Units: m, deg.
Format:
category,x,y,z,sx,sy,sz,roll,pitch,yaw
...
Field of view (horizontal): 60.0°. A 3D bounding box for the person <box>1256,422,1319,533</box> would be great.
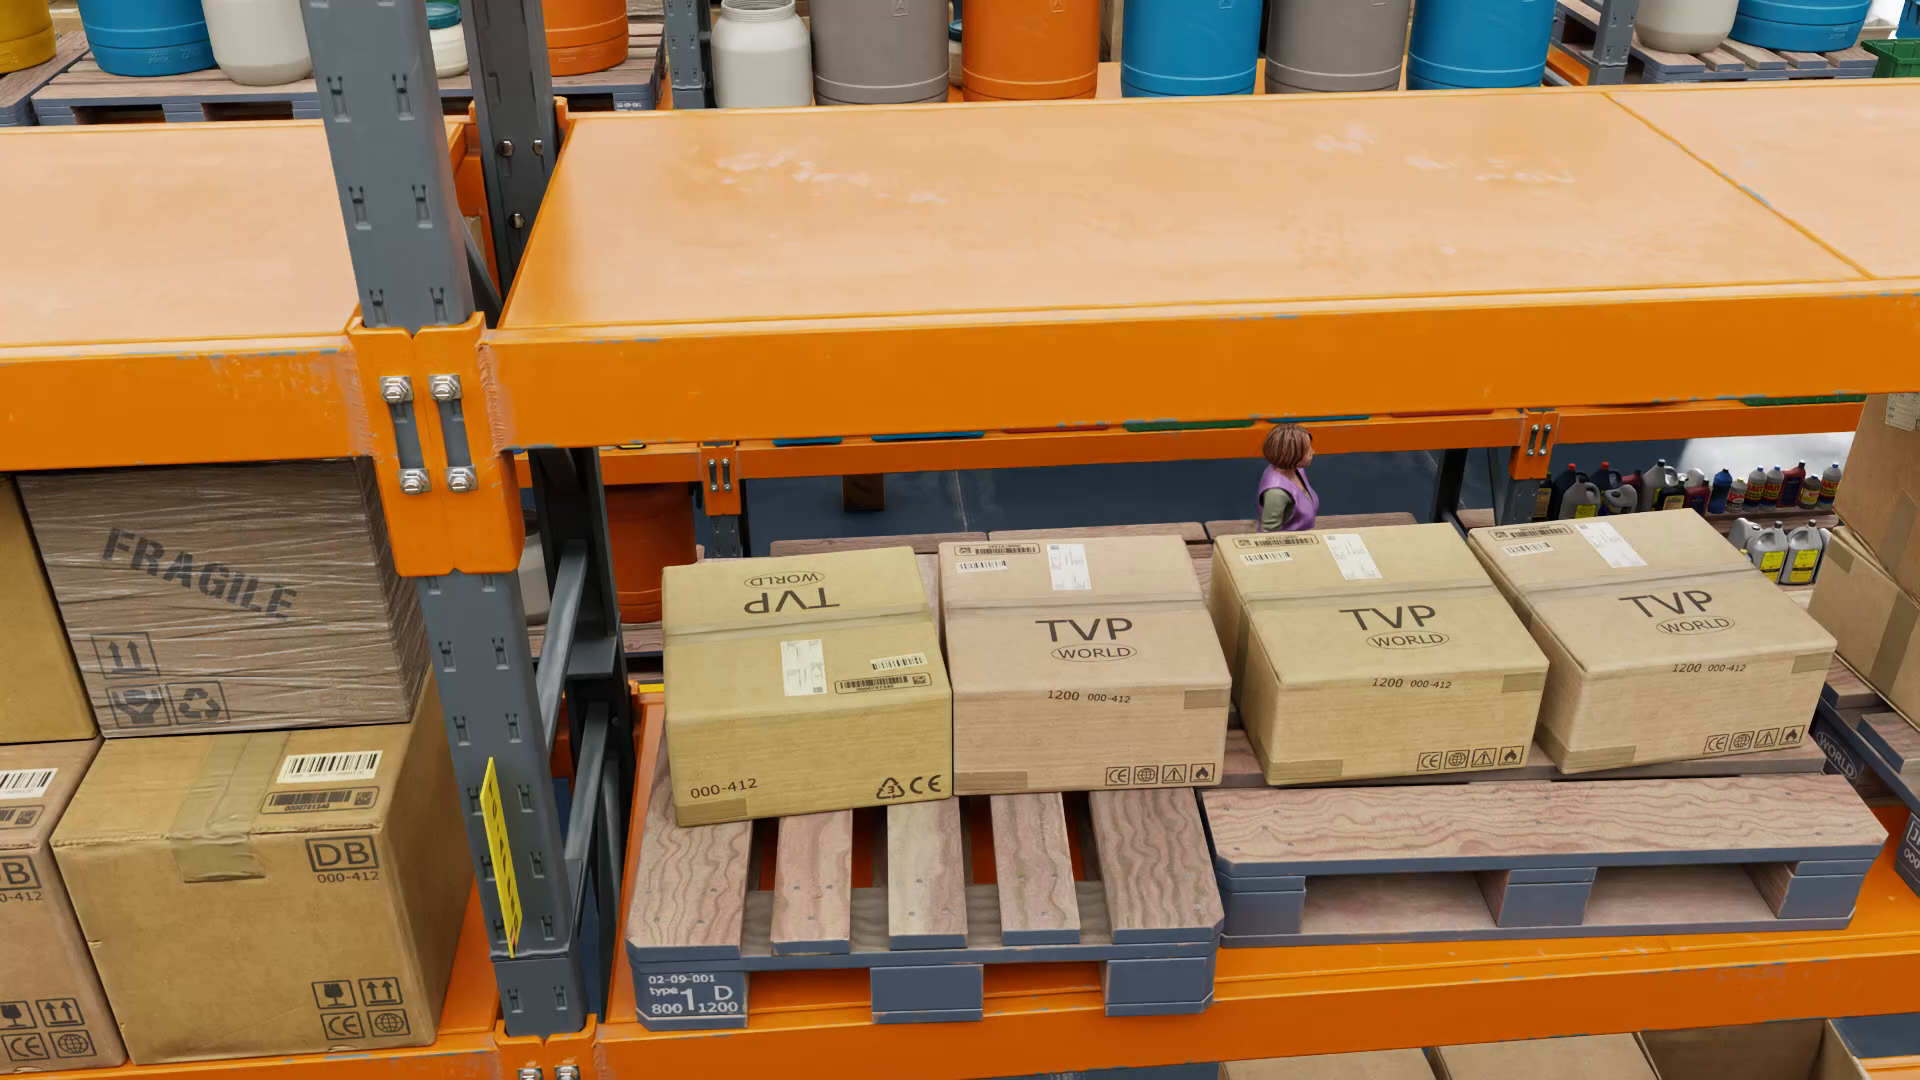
category,x,y,z,sx,sy,sz,roll,pitch,yaw
person,1.430,0.134,7.847,0.621,1.578,0.415,10,33,16
